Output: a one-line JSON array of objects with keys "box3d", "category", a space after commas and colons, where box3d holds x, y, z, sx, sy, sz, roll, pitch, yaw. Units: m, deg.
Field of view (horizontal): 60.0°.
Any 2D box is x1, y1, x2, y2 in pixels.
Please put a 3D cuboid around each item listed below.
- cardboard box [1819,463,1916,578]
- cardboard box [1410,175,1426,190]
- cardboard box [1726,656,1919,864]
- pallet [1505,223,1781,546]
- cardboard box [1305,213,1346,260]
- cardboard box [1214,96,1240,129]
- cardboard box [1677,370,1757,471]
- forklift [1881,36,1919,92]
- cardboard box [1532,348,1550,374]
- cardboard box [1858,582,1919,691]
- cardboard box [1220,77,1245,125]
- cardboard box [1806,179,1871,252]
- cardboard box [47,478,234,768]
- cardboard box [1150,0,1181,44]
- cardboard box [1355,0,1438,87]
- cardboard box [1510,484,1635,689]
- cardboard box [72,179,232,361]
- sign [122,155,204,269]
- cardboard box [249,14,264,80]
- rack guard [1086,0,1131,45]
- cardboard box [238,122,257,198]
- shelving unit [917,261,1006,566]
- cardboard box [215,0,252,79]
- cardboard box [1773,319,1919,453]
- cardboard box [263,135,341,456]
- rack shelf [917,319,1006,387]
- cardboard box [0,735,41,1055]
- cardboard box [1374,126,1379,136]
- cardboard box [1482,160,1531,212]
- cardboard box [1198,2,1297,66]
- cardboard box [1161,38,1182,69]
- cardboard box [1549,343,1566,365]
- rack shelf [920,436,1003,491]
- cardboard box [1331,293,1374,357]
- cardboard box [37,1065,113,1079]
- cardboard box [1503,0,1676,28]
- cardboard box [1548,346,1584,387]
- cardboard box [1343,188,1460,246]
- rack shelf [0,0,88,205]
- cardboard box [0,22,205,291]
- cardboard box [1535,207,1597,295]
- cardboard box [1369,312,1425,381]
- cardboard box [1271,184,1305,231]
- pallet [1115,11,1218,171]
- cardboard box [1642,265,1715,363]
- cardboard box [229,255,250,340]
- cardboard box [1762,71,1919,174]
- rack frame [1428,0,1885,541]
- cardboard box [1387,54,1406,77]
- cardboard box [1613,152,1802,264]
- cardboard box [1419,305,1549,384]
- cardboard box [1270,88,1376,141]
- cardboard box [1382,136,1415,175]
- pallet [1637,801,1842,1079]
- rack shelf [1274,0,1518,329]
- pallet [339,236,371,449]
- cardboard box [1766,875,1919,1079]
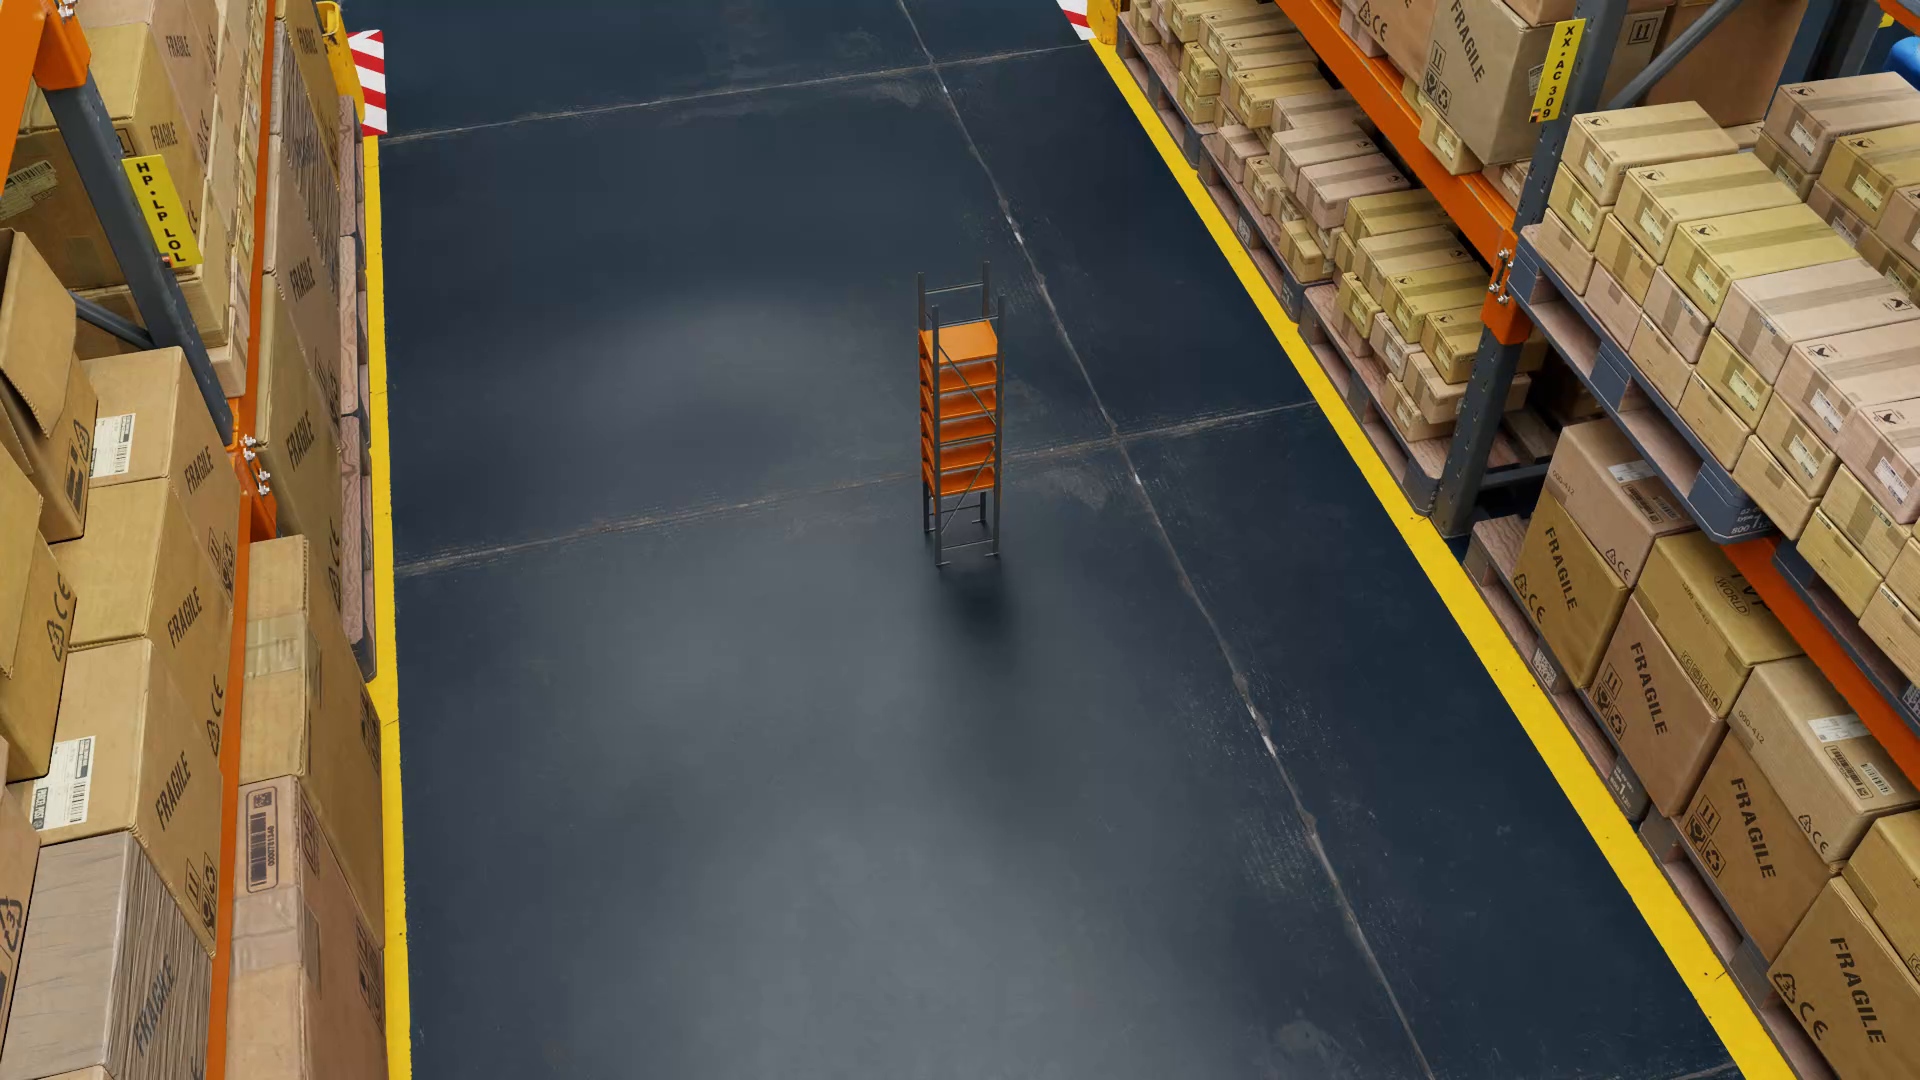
[{"box3d": [2.279, -0.082, 3.904, 0.380, 0.149, 0.250, -11, 47, -11], "category": "cardboard box"}, {"box3d": [2.136, -1.443, 7.058, 0.380, 0.149, 0.250, -9, 46, -8], "category": "cardboard box"}, {"box3d": [2.481, 0.564, 4.528, 0.500, 0.250, 0.500, -9, 46, -9], "category": "cardboard box"}, {"box3d": [2.338, -0.558, 4.831, 1.003, 0.211, 1.213, -11, 47, -10], "category": "pallet"}, {"box3d": [1.674, -1.322, 6.939, 0.380, 0.149, 0.250, -10, 46, -9], "category": "cardboard box"}, {"box3d": [1.416, -1.979, 7.791, 0.380, 0.149, 0.250, -11, 47, -10], "category": "cardboard box"}, {"box3d": [2.139, -0.346, 4.370, 0.380, 0.149, 0.250, -10, 46, -10], "category": "cardboard box"}, {"box3d": [4.606, -1.369, 5.539, 1.130, 2.935, 3.031, -10, 46, -9], "category": "forklift"}, {"box3d": [2.432, -0.823, 6.658, 0.380, 0.149, 0.250, -9, 46, -9], "category": "cardboard box"}, {"box3d": [2.340, 0.192, 3.843, 0.380, 0.149, 0.250, -13, 47, -12], "category": "cardboard box"}, {"box3d": [1.429, -2.071, 7.673, 0.380, 0.149, 0.250, -13, 47, -12], "category": "cardboard box"}, {"box3d": [2.644, -0.923, 4.728, 0.380, 0.149, 0.250, -10, 46, -10], "category": "cardboard box"}, {"box3d": [-2.034, 0.238, 3.846, 0.500, 0.500, 0.500, -9, 46, -9], "category": "cardboard box"}, {"box3d": [1.160, -2.587, 8.178, 0.380, 0.149, 0.250, -11, 47, -11], "category": "cardboard box"}, {"box3d": [1.754, -1.960, 5.792, 0.500, 0.500, 0.500, -12, 47, -11], "category": "cardboard box"}, {"box3d": [2.215, 0.107, 5.501, 0.500, 0.500, 0.500, -9, 46, -9], "category": "cardboard box"}, {"box3d": [-2.405, -0.767, 4.798, 0.500, 0.250, 0.500, -11, 47, -11], "category": "cardboard box"}, {"box3d": [-2.016, -0.826, 4.204, 0.100, 0.325, 0.005, -11, 47, -10], "category": "sign"}, {"box3d": [-2.762, -1.775, 6.066, 0.380, 0.149, 0.250, -10, 46, -10], "category": "cardboard box"}, {"box3d": [1.278, -3.014, 8.854, 1.175, 0.500, 0.348, -11, 47, -10], "category": "rack guard"}, {"box3d": [-2.562, -1.241, 5.542, 0.380, 0.149, 0.250, -11, 47, -11], "category": "cardboard box"}, {"box3d": [0.004, -0.410, 5.812, 0.258, 1.200, 0.189, -11, 47, -10], "category": "shelving unit"}, {"box3d": [-2.784, -1.809, 5.820, 0.500, 0.250, 0.500, -11, 47, -10], "category": "cardboard box"}, {"box3d": [2.207, -0.373, 3.980, 0.380, 0.149, 0.250, -11, 47, -11], "category": "cardboard box"}, {"box3d": [-2.860, -0.838, 6.164, 0.875, 0.875, 0.875, -11, 47, -10], "category": "cardboard box"}, {"box3d": [0.004, -0.631, 5.586, 0.258, 0.103, 0.180, -11, 47, -10], "category": "rack shelf"}, {"box3d": [-2.028, 0.613, 2.777, 0.797, 0.503, 0.637, -9, 46, -9], "category": "cardboard box"}, {"box3d": [1.997, -1.988, 7.592, 0.380, 0.149, 0.250, -9, 46, -8], "category": "cardboard box"}, {"box3d": [1.983, -1.246, 5.547, 0.380, 0.149, 0.250, -11, 47, -11], "category": "cardboard box"}, {"box3d": [1.335, -2.353, 7.741, 0.380, 0.149, 0.250, -13, 47, -12], "category": "cardboard box"}, {"box3d": [1.229, -2.505, 8.306, 0.380, 0.149, 0.250, -11, 47, -10], "category": "cardboard box"}, {"box3d": [2.395, -0.813, 6.232, 0.380, 0.149, 0.250, -9, 46, -9], "category": "cardboard box"}, {"box3d": [0.004, -0.295, 5.929, 0.258, 0.103, 0.180, -11, 47, -10], "category": "rack shelf"}, {"box3d": [1.737, -0.903, 6.737, 0.380, 0.149, 0.250, -12, 47, -12], "category": "cardboard box"}, {"box3d": [-1.644, 1.290, 2.816, 0.500, 0.500, 0.500, -11, 47, -11], "category": "cardboard box"}, {"box3d": [1.901, -1.944, 5.077, 0.500, 0.500, 0.500, -12, 47, -12], "category": "cardboard box"}, {"box3d": [2.499, -0.742, 6.371, 0.380, 0.149, 0.250, -9, 46, -8], "category": "cardboard box"}, {"box3d": [1.774, -1.268, 6.678, 0.380, 0.149, 0.250, -9, 46, -9], "category": "cardboard box"}, {"box3d": [-2.026, 0.240, 2.318, 1.077, 0.370, 4.000, -11, 47, -10], "category": "rack shelf"}, {"box3d": [-2.414, -1.034, 4.535, 0.500, 0.500, 0.500, -11, 47, -10], "category": "cardboard box"}, {"box3d": [1.939, -0.883, 4.897, 0.380, 0.149, 0.250, -13, 47, -12], "category": "cardboard box"}, {"box3d": [1.813, -0.777, 6.405, 0.380, 0.149, 0.250, -13, 47, -12], "category": "cardboard box"}, {"box3d": [1.586, -1.444, 7.267, 0.380, 0.149, 0.250, -10, 46, -10], "category": "cardboard box"}, {"box3d": [1.452, -2.346, 8.401, 1.003, 0.211, 1.213, -11, 47, -10], "category": "pallet"}, {"box3d": [2.073, -0.630, 4.441, 0.380, 0.149, 0.250, -10, 46, -9], "category": "cardboard box"}, {"box3d": [-2.360, -0.701, 5.013, 0.380, 0.149, 0.250, -12, 47, -12], "category": "cardboard box"}, {"box3d": [2.574, -1.206, 4.797, 0.380, 0.149, 0.250, -9, 46, -8], "category": "cardboard box"}, {"box3d": [2.282, -1.180, 5.306, 1.000, 3.000, 0.127, -11, 47, -10], "category": "rack frame"}, {"box3d": [1.801, -1.790, 6.080, 0.380, 0.149, 0.250, -12, 47, -11], "category": "cardboard box"}, {"box3d": [2.016, -0.900, 4.497, 0.380, 0.149, 0.250, -10, 46, -9], "category": "cardboard box"}, {"box3d": [1.940, -0.735, 6.156, 0.380, 0.149, 0.250, -9, 46, -9], "category": "cardboard box"}, {"box3d": [1.577, -1.814, 7.213, 0.380, 0.149, 0.250, -11, 47, -10], "category": "cardboard box"}, {"box3d": [2.044, -1.719, 7.120, 0.380, 0.149, 0.250, -12, 47, -12], "category": "cardboard box"}, {"box3d": [2.799, 1.177, 4.948, 1.003, 0.211, 1.213, -11, 47, -10], "category": "pallet"}, {"box3d": [1.770, -2.309, 6.916, 1.077, 0.370, 4.000, -11, 47, -10], "category": "rack shelf"}, {"box3d": [-2.973, -0.750, 6.837, 1.003, 0.211, 1.213, -11, 47, -10], "category": "pallet"}, {"box3d": [2.605, 1.182, 4.448, 0.500, 0.500, 0.500, -13, 47, -12], "category": "cardboard box"}]
